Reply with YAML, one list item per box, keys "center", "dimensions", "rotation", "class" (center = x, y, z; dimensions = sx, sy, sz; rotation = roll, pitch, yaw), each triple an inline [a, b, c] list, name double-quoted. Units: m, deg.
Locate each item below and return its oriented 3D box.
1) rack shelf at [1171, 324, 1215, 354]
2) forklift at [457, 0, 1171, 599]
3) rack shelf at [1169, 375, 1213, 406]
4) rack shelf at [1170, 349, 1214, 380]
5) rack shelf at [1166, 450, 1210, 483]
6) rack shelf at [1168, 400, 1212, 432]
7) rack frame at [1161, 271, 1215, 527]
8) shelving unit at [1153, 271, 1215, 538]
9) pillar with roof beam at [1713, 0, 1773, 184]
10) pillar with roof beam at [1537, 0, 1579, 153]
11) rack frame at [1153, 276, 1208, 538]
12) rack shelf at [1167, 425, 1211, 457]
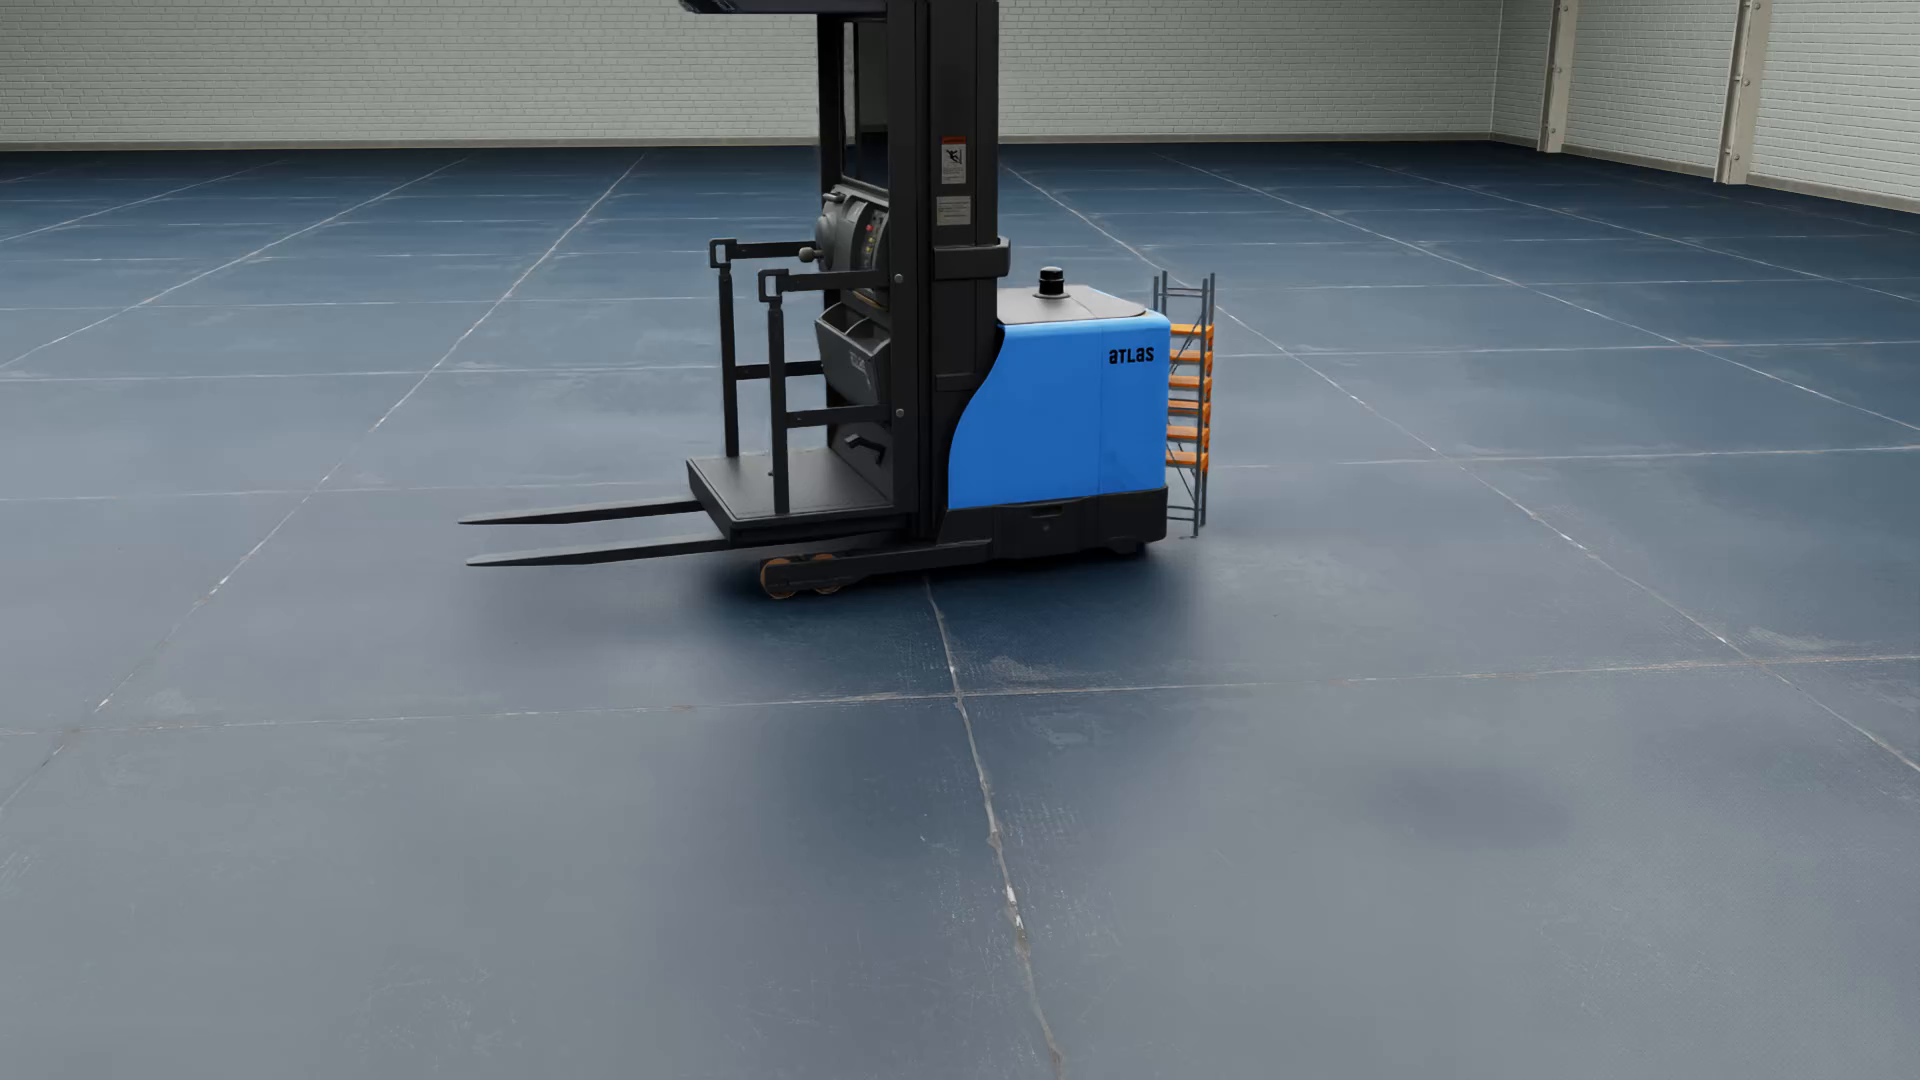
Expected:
- center: [1.011, -0.921, 7.549]
  dimensions: [0.258, 0.103, 0.180]
  rotation: [5, 18, 18]
  class: "rack shelf"
- center: [-0.644, -1.331, 7.024]
  dimensions: [3.031, 2.935, 1.130]
  rotation: [-6, 18, -18]
  class: "forklift"
- center: [1.013, -0.692, 7.621]
  dimensions: [0.258, 0.103, 0.180]
  rotation: [5, 18, 18]
  class: "rack shelf"
- center: [1.012, -0.806, 7.585]
  dimensions: [0.258, 0.103, 0.180]
  rotation: [5, 18, 18]
  class: "rack shelf"
- center: [1.015, -0.348, 7.729]
  dimensions: [0.258, 0.103, 0.180]
  rotation: [5, 18, 18]
  class: "rack shelf"
- center: [1.013, -0.577, 7.657]
  dimensions: [0.258, 0.103, 0.180]
  rotation: [5, 18, 18]
  class: "rack shelf"
- center: [1.042, -0.646, 7.727]
  dimensions: [0.240, 1.200, 0.006]
  rotation: [5, 18, 18]
  class: "rack frame"
- center: [1.013, -0.619, 7.644]
  dimensions: [0.258, 1.200, 0.189]
  rotation: [5, 18, 18]
  class: "shelving unit"
- center: [6.973, -9.377, 22.522]
  dimensions: [9.100, 9.000, 0.400]
  rotation: [-2, 18, -6]
  class: "pillar with roof beam"
- center: [6.354, -11.165, 28.216]
  dimensions: [9.100, 9.000, 0.400]
  rotation: [-2, 18, -6]
  class: "pillar with roof beam"
- center: [0.984, -0.593, 7.561]
  dimensions: [0.240, 1.200, 0.006]
  rotation: [5, 18, 18]
  class: "rack frame"
- center: [1.014, -0.463, 7.693]
  dimensions: [0.258, 0.103, 0.180]
  rotation: [5, 18, 18]
  class: "rack shelf"
